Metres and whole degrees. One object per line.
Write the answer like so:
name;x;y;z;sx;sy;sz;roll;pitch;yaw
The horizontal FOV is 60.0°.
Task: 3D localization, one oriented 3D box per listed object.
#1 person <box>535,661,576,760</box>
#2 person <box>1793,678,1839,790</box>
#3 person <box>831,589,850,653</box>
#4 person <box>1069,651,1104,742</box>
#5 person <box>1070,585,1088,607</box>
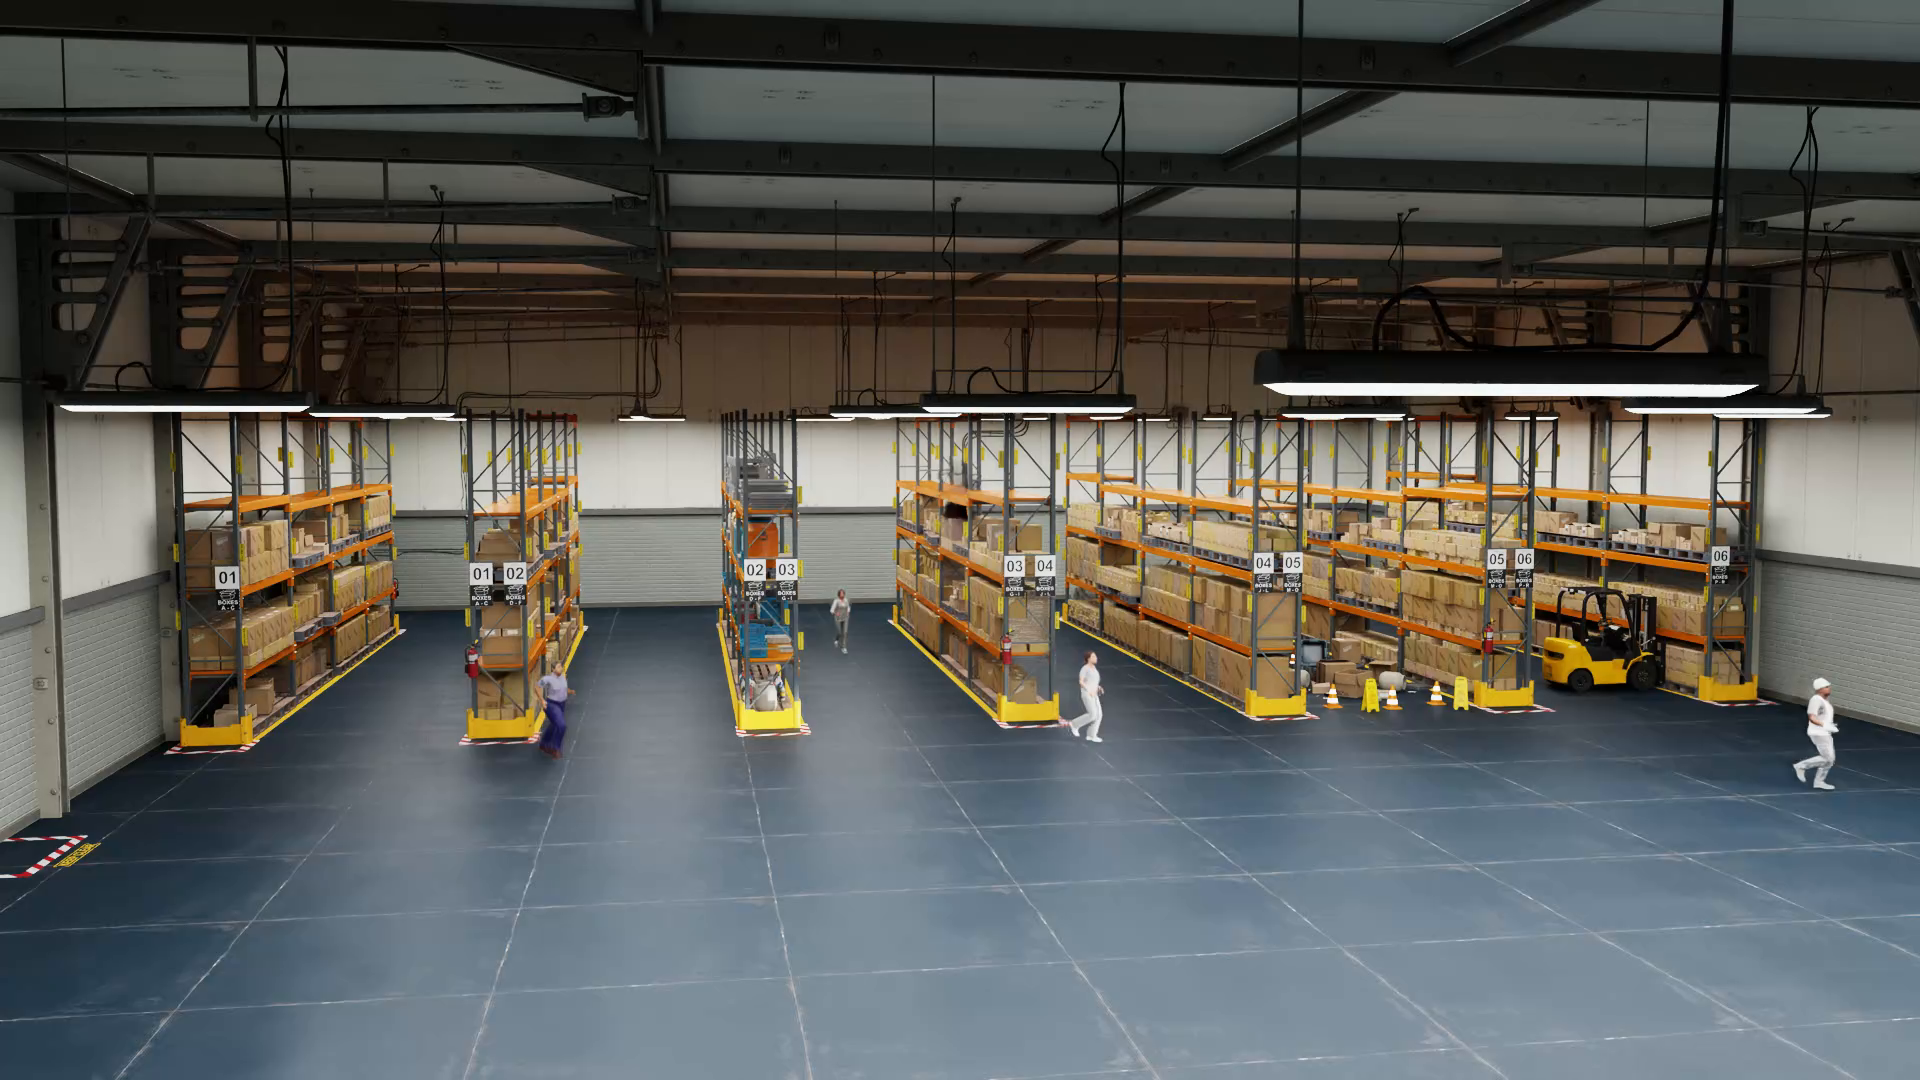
person;-6.953;2.918;28.600;0.732;1.700;0.596;2;4;22
person;13.458;3.031;26.092;0.624;1.735;0.674;3;5;35
person;-2.966;2.019;41.615;0.548;1.575;0.769;-2;4;-22
person;2.304;2.816;30.079;0.616;1.639;0.586;2;5;29
person;3.575;1.397;49.665;0.873;1.711;0.567;-1;4;-12
